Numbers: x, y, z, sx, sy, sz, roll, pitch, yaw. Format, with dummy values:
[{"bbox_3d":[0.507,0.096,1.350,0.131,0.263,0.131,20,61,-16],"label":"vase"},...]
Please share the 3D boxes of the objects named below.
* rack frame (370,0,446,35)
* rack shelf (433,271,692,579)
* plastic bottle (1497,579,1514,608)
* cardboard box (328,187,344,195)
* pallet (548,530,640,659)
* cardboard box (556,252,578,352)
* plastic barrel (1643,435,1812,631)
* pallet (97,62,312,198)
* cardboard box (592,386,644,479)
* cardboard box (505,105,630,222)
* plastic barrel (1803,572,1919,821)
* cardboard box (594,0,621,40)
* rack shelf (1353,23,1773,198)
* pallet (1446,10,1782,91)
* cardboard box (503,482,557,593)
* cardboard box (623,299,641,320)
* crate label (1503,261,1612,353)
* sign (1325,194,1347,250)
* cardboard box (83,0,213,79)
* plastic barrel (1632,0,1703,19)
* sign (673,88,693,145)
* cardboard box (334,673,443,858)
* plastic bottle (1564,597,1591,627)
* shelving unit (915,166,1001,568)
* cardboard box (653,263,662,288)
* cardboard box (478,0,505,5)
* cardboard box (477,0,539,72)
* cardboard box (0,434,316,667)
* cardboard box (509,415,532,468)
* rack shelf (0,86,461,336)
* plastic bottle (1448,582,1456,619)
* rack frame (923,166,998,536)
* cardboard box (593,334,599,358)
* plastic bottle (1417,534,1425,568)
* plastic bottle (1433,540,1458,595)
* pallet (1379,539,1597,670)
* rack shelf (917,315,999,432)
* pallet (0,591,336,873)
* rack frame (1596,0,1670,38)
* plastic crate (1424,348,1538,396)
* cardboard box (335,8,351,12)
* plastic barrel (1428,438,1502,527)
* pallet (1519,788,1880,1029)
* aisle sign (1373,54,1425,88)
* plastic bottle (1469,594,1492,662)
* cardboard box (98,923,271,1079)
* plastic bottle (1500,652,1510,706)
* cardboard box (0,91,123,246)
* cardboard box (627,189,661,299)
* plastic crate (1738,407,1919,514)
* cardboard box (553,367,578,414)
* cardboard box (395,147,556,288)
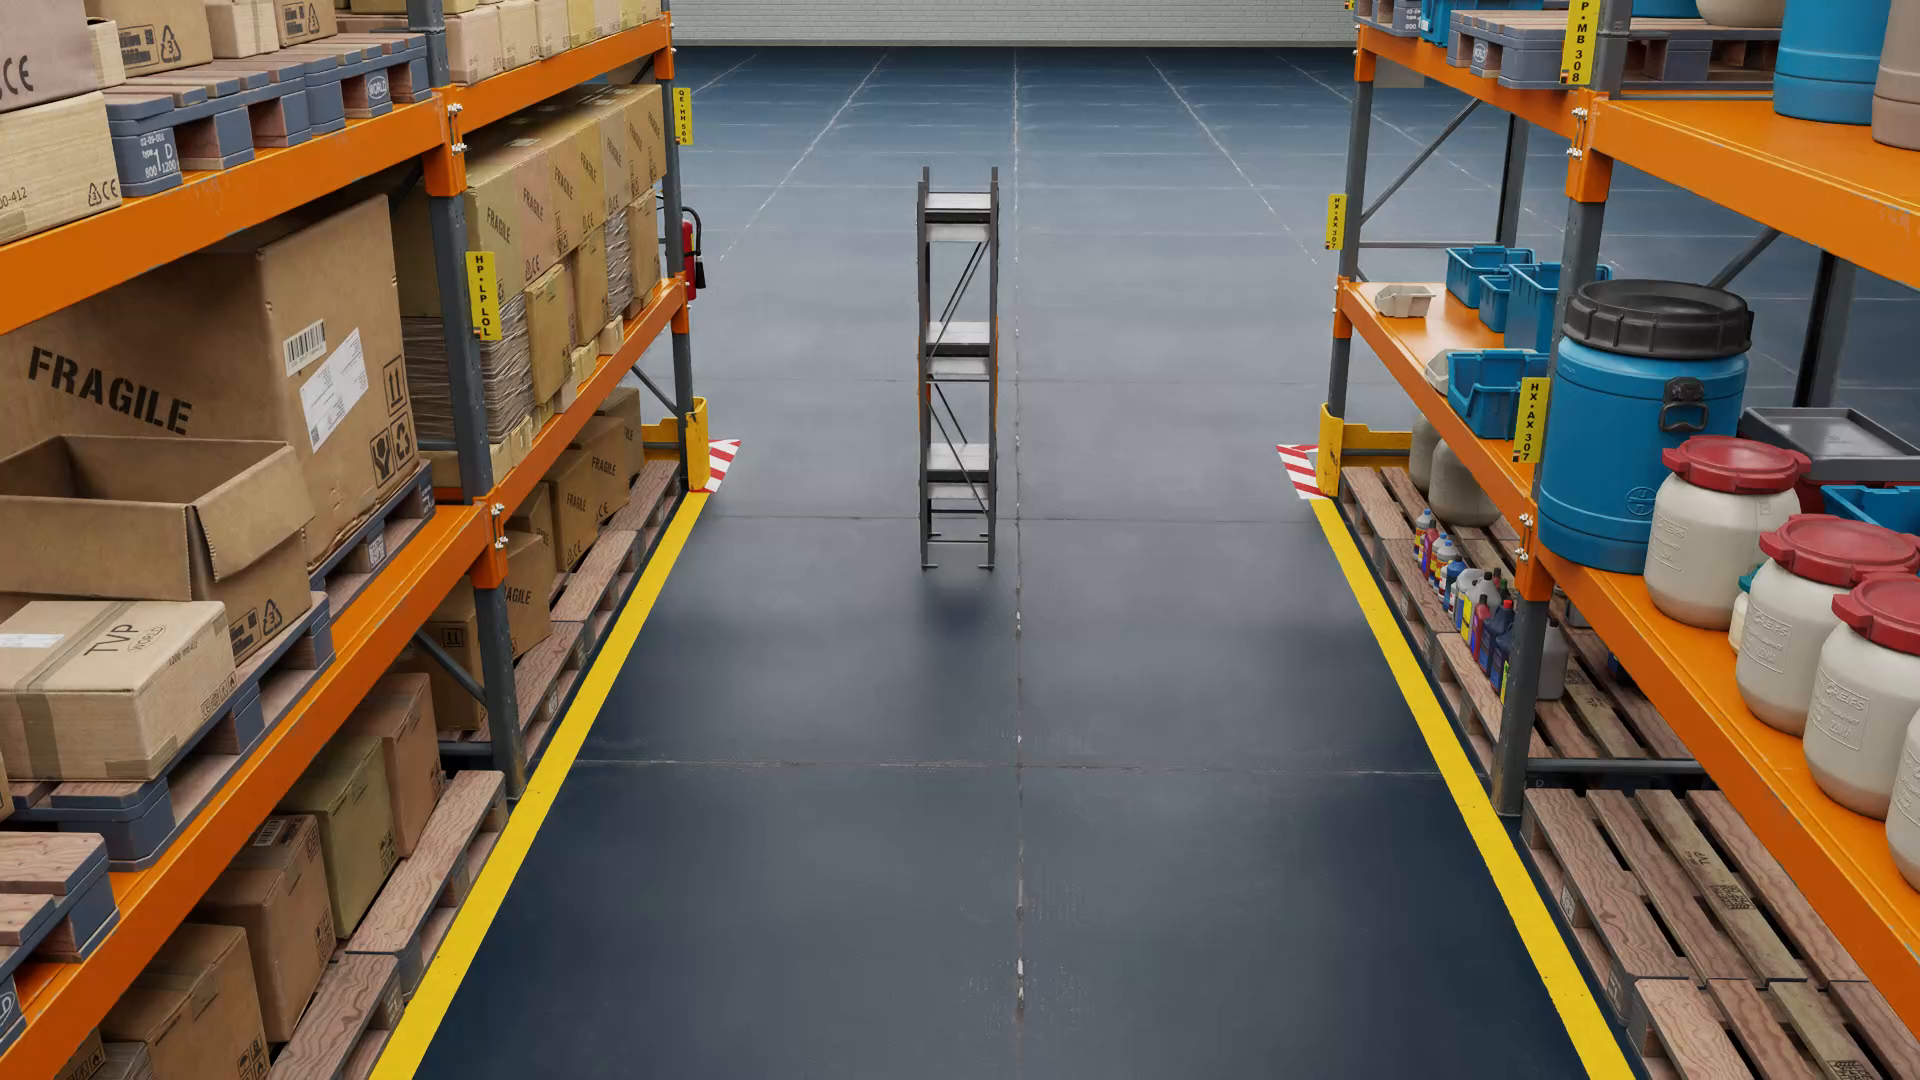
[{"bbox_3d":[-2.295,-3.153,5.214,1.000,3.000,0.127,1,21,2],"label":"rack frame"},{"bbox_3d":[-2.234,-0.743,8.293,1.077,0.370,4.000,1,21,2],"label":"rack shelf"},{"bbox_3d":[2.506,0.330,7.680,0.061,0.283,0.133,1,21,2],"label":"plastic bottle"},{"bbox_3d":[-2.556,-1.173,6.473,0.500,0.500,0.500,1,21,2],"label":"cardboard box"},{"bbox_3d":[-2.276,0.259,8.570,1.003,0.211,1.213,1,21,2],"label":"pallet"},{"bbox_3d":[-2.255,-1.065,7.578,0.875,0.500,0.500,1,21,2],"label":"cardboard box"},{"bbox_3d":[2.407,-0.021,5.249,0.433,0.535,0.433,0,21,0],"label":"plastic barrel"},{"bbox_3d":[-2.449,-1.070,4.252,1.213,0.211,1.003,1,21,2],"label":"pallet"},{"bbox_3d":[-2.209,-0.607,9.821,0.500,0.500,0.500,5,22,12],"label":"cardboard box"},{"bbox_3d":[-1.970,-1.890,8.322,0.500,0.500,0.500,1,21,2],"label":"cardboard box"},{"bbox_3d":[2.372,0.401,4.162,0.433,0.535,0.433,0,21,0],"label":"plastic barrel"},{"bbox_3d":[-1.970,-2.588,8.112,0.500,0.250,0.500,1,21,3],"label":"cardboard box"},{"bbox_3d":[2.717,-2.087,7.610,1.077,0.370,4.000,1,21,2],"label":"rack shelf"},{"bbox_3d":[2.580,-1.874,6.325,1.213,0.211,1.003,1,21,2],"label":"pallet"},{"bbox_3d":[-2.293,0.037,8.162,0.500,0.500,0.500,-1,21,-3],"label":"cardboard box"},{"bbox_3d":[-1.963,-1.308,9.101,0.380,0.149,0.250,1,21,2],"label":"cardboard box"},{"bbox_3d":[2.992,-1.096,8.157,0.502,0.435,0.616,1,21,2],"label":"crate label"},{"bbox_3d":[2.228,-1.884,9.856,0.100,0.325,0.005,1,21,2],"label":"sign"},{"bbox_3d":[-2.436,-1.489,4.349,0.797,0.503,0.637,1,21,4],"label":"cardboard box"},{"bbox_3d":[2.793,-2.488,6.374,0.600,0.901,0.708,1,21,2],"label":"plastic barrel"},{"bbox_3d":[-1.619,-2.476,9.725,0.100,0.325,0.005,1,21,2],"label":"sign"},{"bbox_3d":[-2.335,0.826,6.100,0.700,0.500,0.500,-1,21,-3],"label":"cardboard box"},{"bbox_3d":[2.965,0.262,7.865,0.152,0.276,0.135,1,21,2],"label":"plastic bottle"},{"bbox_3d":[-0.005,-0.919,8.995,0.431,2.100,0.503,1,21,2],"label":"shelving unit"},{"bbox_3d":[-1.976,-1.580,9.800,0.380,0.149,0.250,1,21,2],"label":"cardboard box"},{"bbox_3d":[-2.007,-2.179,6.509,0.380,0.149,0.250,1,21,2],"label":"cardboard box"},{"bbox_3d":[-2.014,-2.035,6.689,0.500,0.250,0.500,0,21,1],"label":"cardboard box"},{"bbox_3d":[-2.255,0.028,4.586,0.797,0.503,0.637,3,21,7],"label":"cardboard box"},{"bbox_3d":[-1.967,-0.403,6.769,0.380,0.149,0.250,1,21,2],"label":"cardboard box"},{"bbox_3d":[-2.356,-0.696,4.023,1.077,0.370,4.000,1,21,2],"label":"rack shelf"},{"bbox_3d":[2.388,0.274,7.935,0.097,0.201,0.097,0,21,0],"label":"plastic bottle"},{"bbox_3d":[0.002,-1.007,9.222,0.400,2.100,0.015,1,21,2],"label":"rack frame"},{"bbox_3d":[-1.993,-0.946,8.169,0.380,0.149,0.250,1,21,2],"label":"cardboard box"},{"bbox_3d":[2.408,0.042,8.535,0.097,0.201,0.097,0,21,0],"label":"plastic bottle"},{"bbox_3d":[2.397,0.132,8.207,0.097,0.271,0.097,0,21,0],"label":"plastic bottle"},{"bbox_3d":[2.752,0.314,8.428,1.003,0.211,1.213,1,21,2],"label":"pallet"},{"bbox_3d":[-0.005,-0.906,9.000,0.431,0.518,0.480,1,21,2],"label":"rack shelf"},{"bbox_3d":[-2.397,0.464,4.452,1.003,0.211,1.213,1,21,2],"label":"pallet"},{"bbox_3d":[2.656,-3.098,5.073,1.000,3.000,0.127,1,21,2],"label":"rack frame"},{"bbox_3d":[2.452,-0.768,7.727,0.530,0.136,0.437,1,21,2],"label":"plastic crate"},{"bbox_3d":[-2.542,-1.852,6.216,0.500,0.250,0.500,1,21,4],"label":"cardboard box"},{"bbox_3d":[2.819,-0.363,9.178,0.421,0.512,0.421,0,21,0],"label":"plastic barrel"},{"bbox_3d":[2.671,1.283,5.930,1.003,0.211,1.213,1,21,2],"label":"pallet"},{"bbox_3d":[2.487,-2.989,9.491,0.394,0.787,0.004,1,21,2],"label":"aisle sign"},{"bbox_3d":[2.356,0.395,7.511,0.061,0.283,0.133,2,21,5],"label":"plastic bottle"},{"bbox_3d":[-2.402,1.403,4.615,0.700,0.500,0.500,2,21,6],"label":"cardboard box"},{"bbox_3d":[2.341,0.582,7.028,0.061,0.283,0.133,2,21,4],"label":"plastic bottle"},{"bbox_3d":[-2.126,-0.777,3.445,0.500,0.250,0.500,1,21,3],"label":"cardboard box"},{"bbox_3d":[-2.113,-1.607,8.974,0.875,0.500,0.500,1,21,2],"label":"cardboard box"},{"bbox_3d":[2.947,-0.153,5.687,0.402,0.464,0.583,1,21,2],"label":"plastic crate"},{"bbox_3d":[-1.940,-0.674,7.468,0.380,0.149,0.250,1,21,2],"label":"cardboard box"},{"bbox_3d":[-2.013,-1.348,6.924,0.500,0.500,0.500,1,21,2],"label":"cardboard box"}]
